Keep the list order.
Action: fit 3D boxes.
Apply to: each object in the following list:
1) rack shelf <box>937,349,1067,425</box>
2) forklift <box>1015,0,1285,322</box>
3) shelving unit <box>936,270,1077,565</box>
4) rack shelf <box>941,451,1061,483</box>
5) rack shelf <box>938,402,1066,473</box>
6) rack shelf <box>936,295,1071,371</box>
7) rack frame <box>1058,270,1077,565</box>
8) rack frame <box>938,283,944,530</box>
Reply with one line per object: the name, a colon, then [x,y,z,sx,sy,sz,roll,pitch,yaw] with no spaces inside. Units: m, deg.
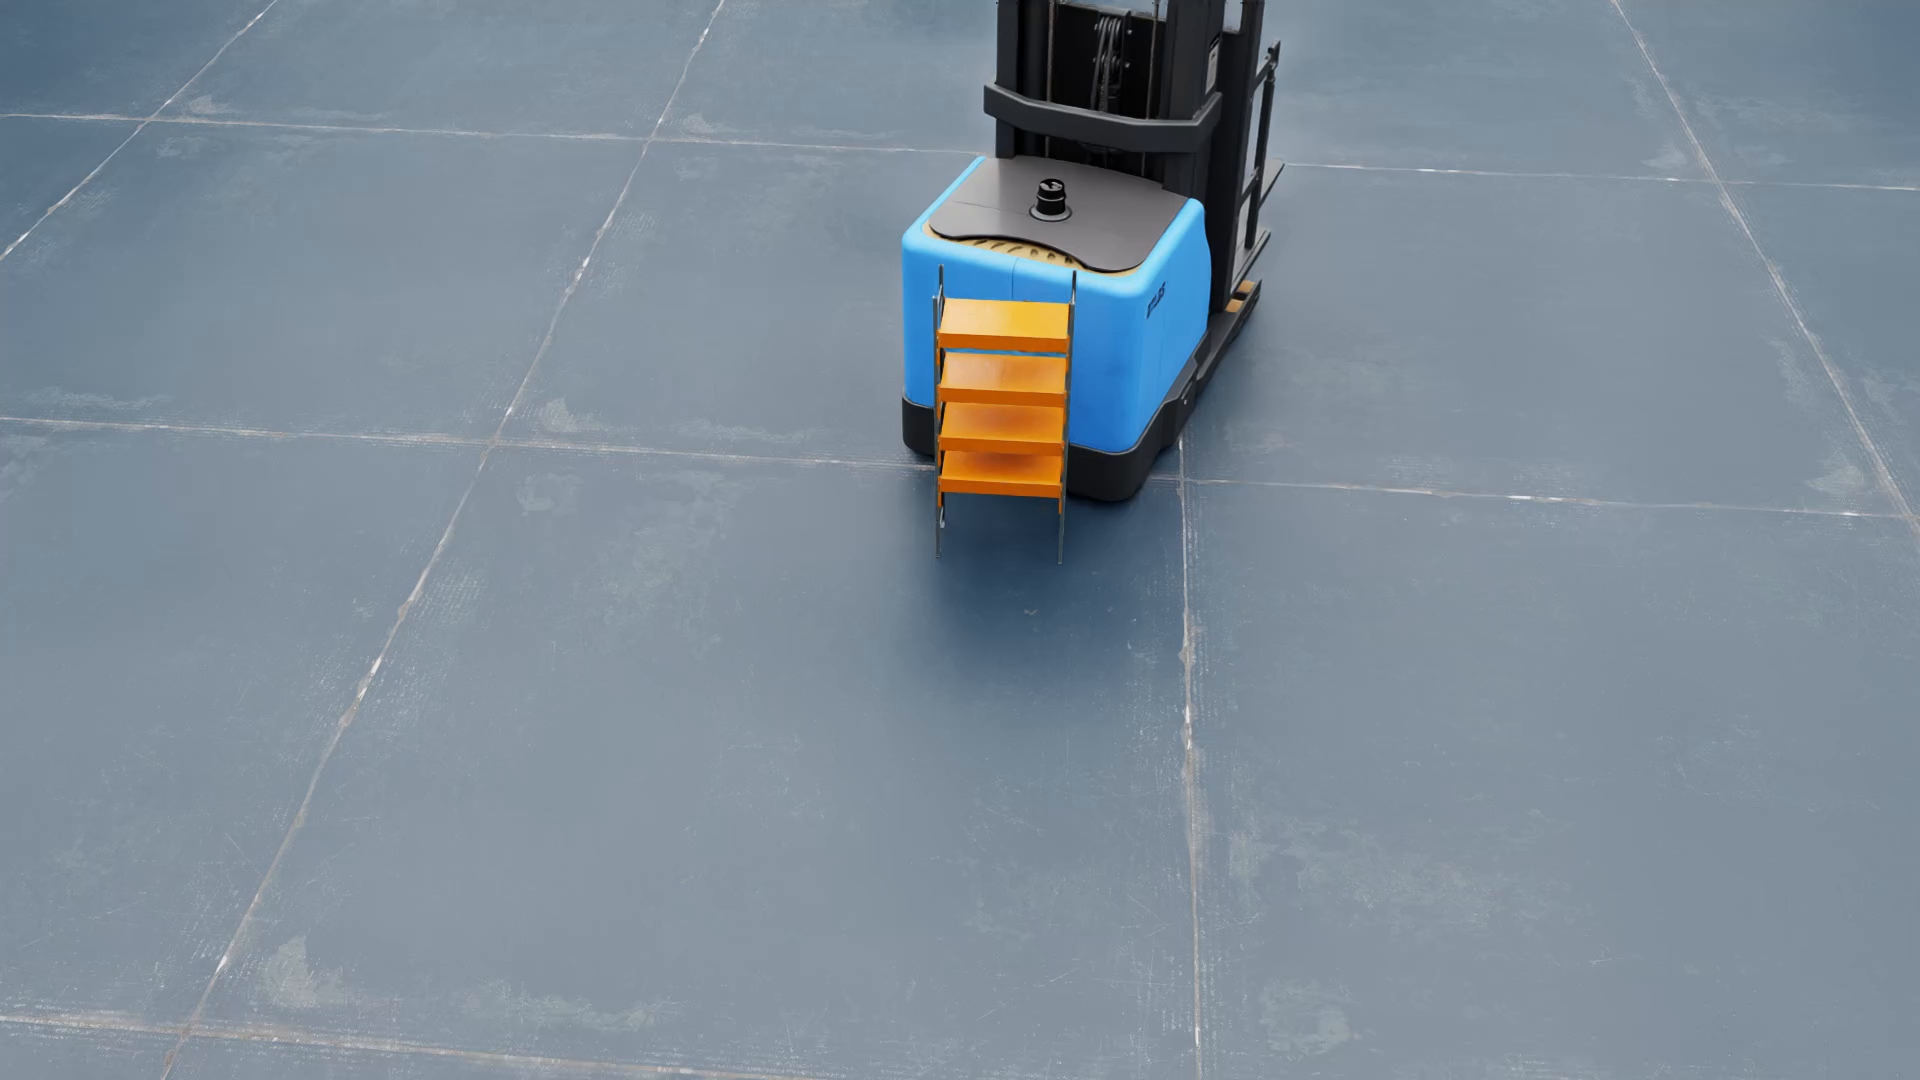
rack shelf: [0.165,-0.578,6.261,0.480,0.148,0.258,3,39,4]
forklift: [0.819,-2.223,7.159,1.121,2.935,3.031,16,42,18]
shelving unit: [0.167,-0.456,6.360,0.499,1.200,0.258,3,39,4]
rack shelf: [0.165,-0.292,6.494,0.457,0.021,0.221,3,39,4]
rack shelf: [0.165,-0.404,6.403,0.480,0.148,0.258,3,39,4]
rack shelf: [0.165,-0.761,6.112,0.480,0.148,0.258,3,39,4]
rack frame: [0.408,-0.443,6.344,0.015,1.200,0.240,3,39,4]
rack frame: [-0.078,-0.469,6.376,0.006,1.046,0.228,3,39,4]
